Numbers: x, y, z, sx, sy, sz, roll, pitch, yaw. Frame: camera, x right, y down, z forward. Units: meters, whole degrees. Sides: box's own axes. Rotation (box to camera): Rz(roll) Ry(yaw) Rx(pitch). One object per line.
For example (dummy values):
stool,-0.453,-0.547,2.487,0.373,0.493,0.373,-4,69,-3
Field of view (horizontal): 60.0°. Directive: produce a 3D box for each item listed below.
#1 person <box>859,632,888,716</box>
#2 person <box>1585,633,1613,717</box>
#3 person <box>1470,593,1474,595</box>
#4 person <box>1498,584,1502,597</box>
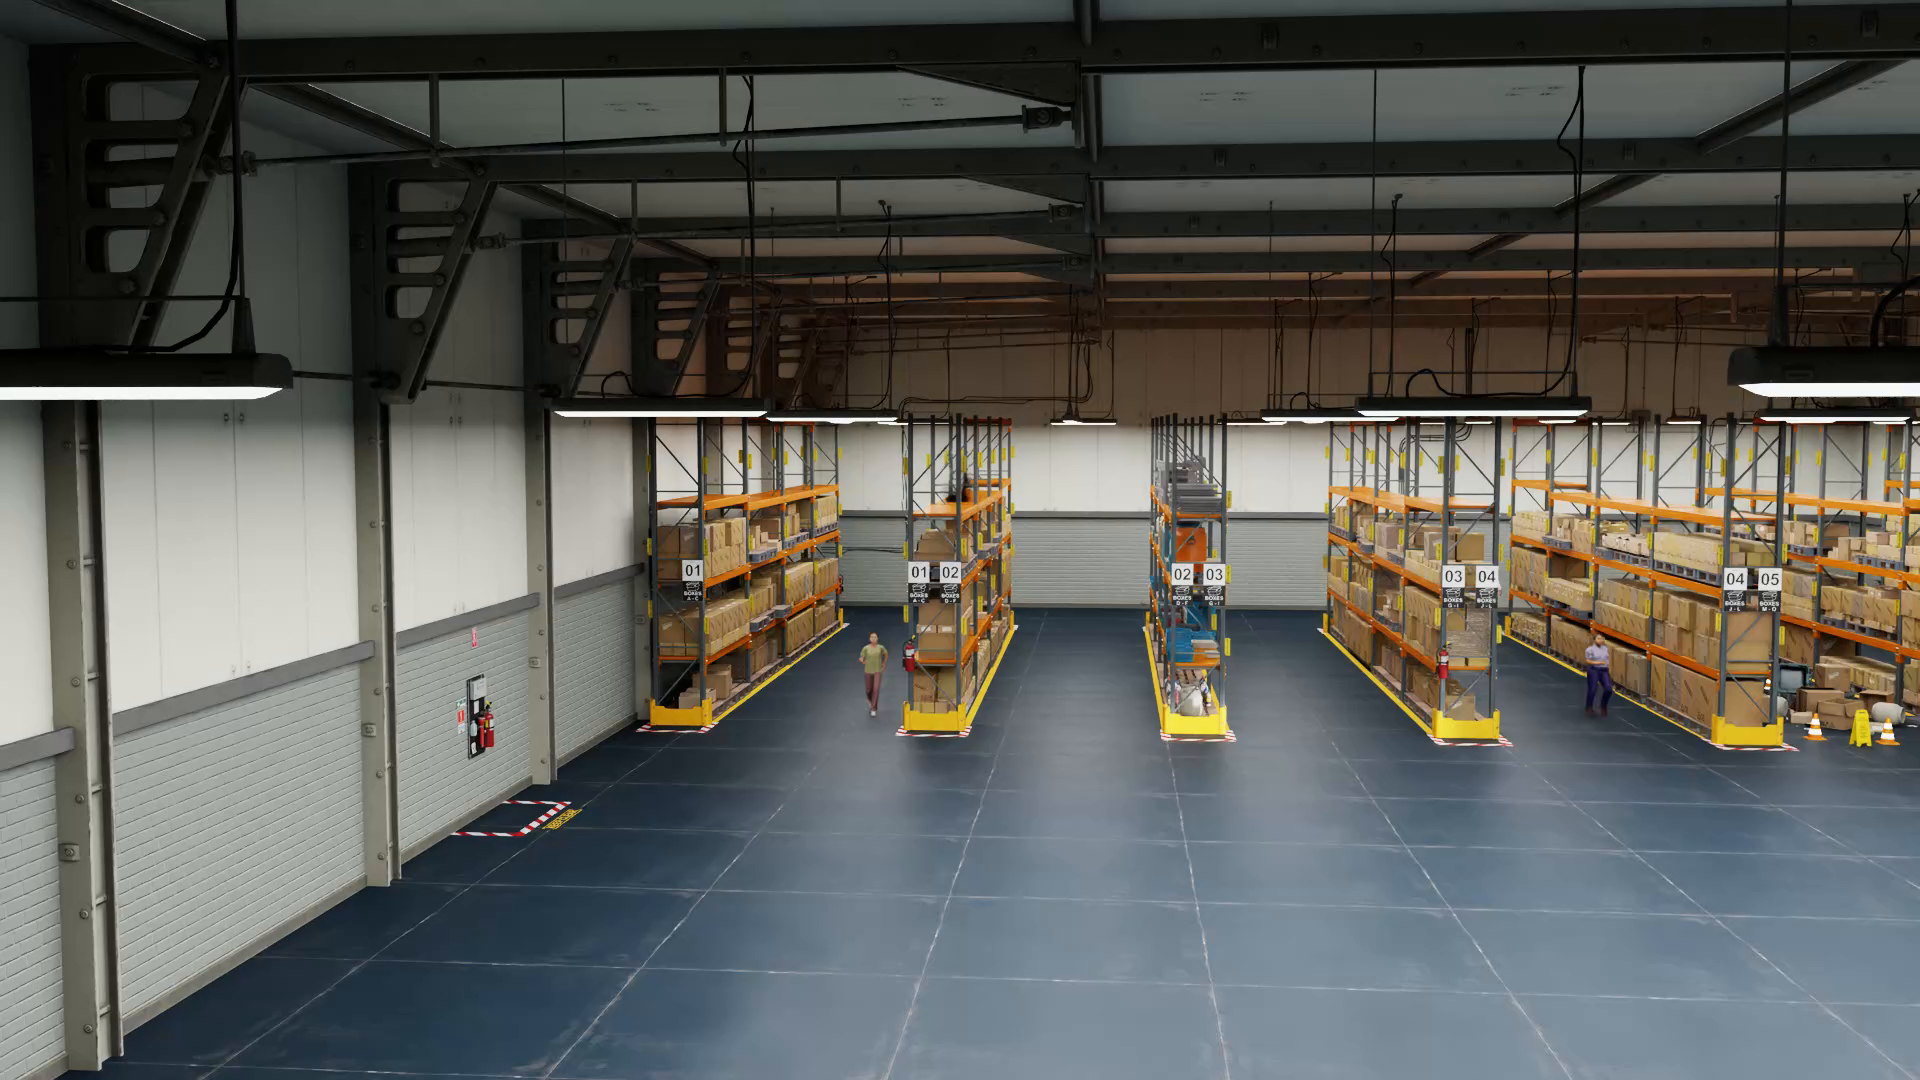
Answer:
person,-1.724,2.651,33.202,0.582,1.637,0.897,0,4,-1
person,12.685,2.693,33.022,0.578,1.654,0.688,0,4,-3
person,13.907,1.843,46.227,0.743,1.573,0.537,2,4,28
person,14.852,1.706,46.931,0.573,1.733,0.725,-2,4,-29
